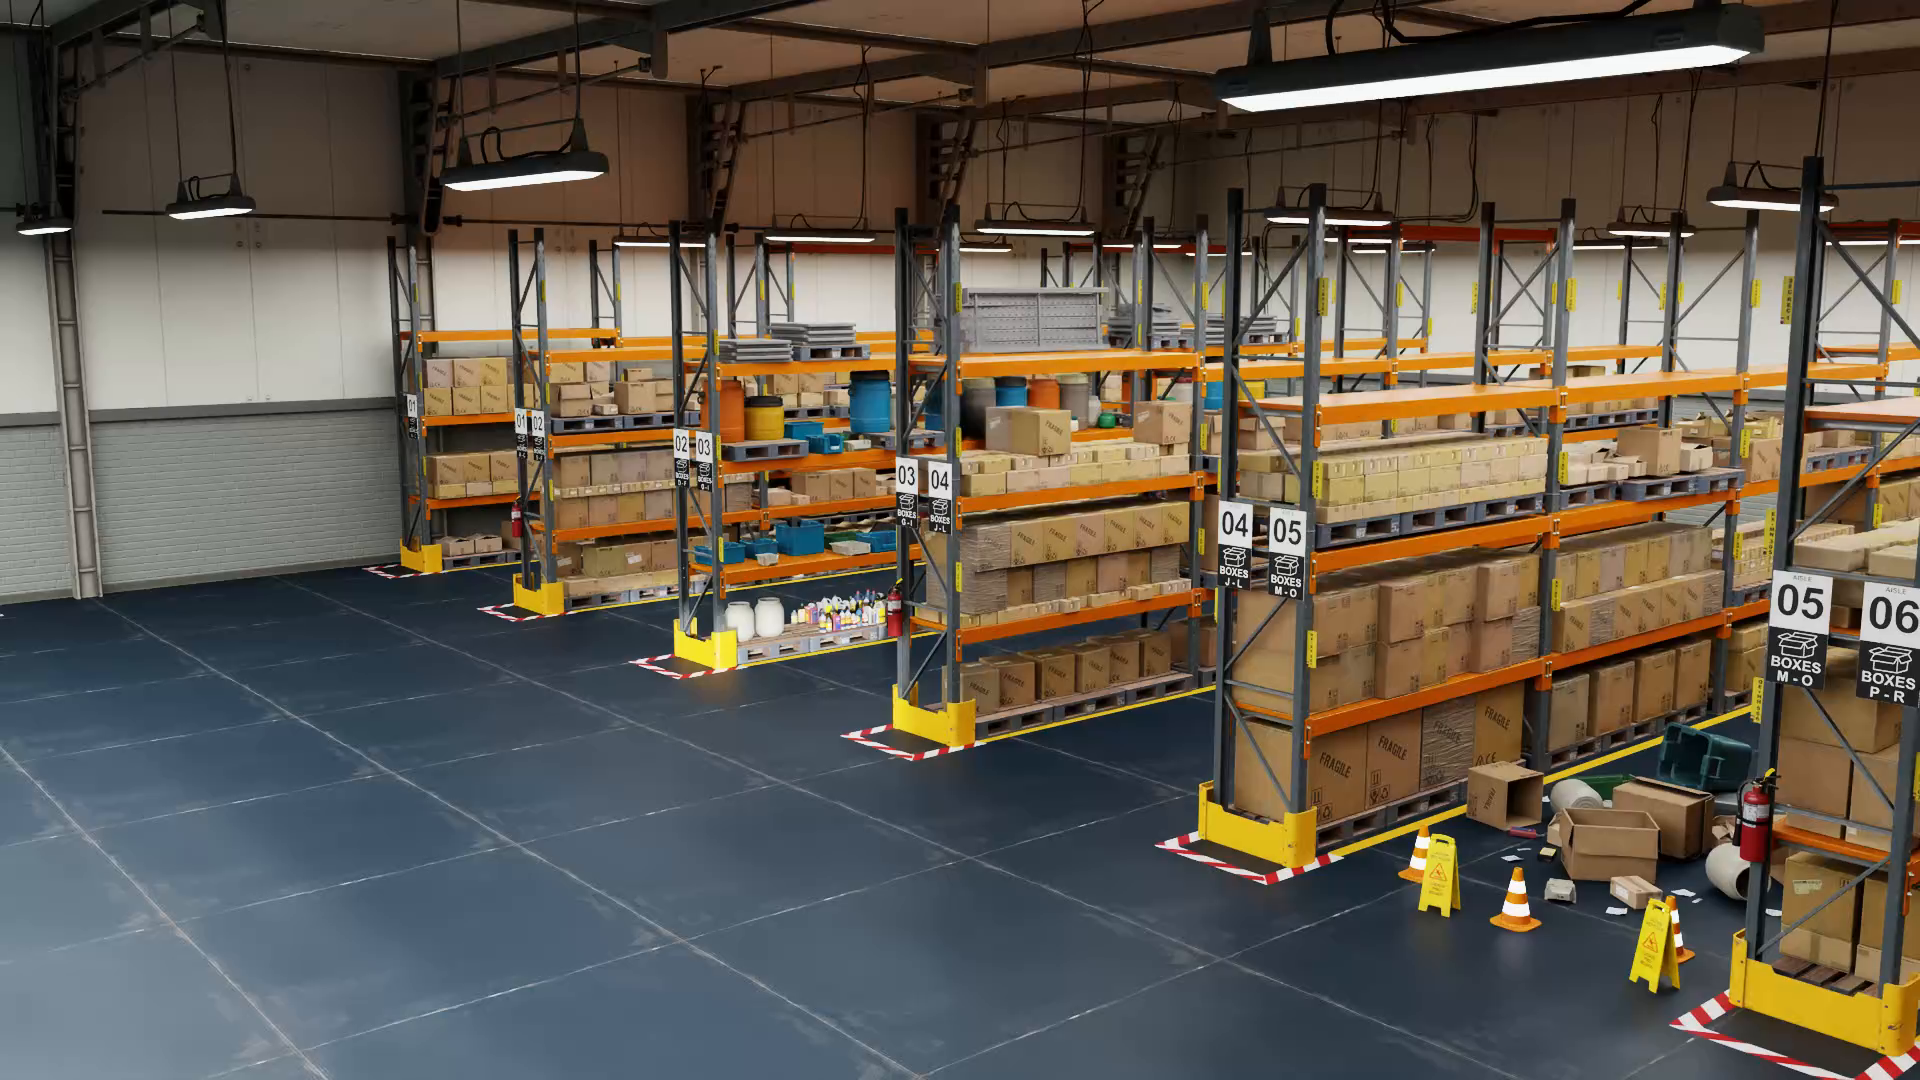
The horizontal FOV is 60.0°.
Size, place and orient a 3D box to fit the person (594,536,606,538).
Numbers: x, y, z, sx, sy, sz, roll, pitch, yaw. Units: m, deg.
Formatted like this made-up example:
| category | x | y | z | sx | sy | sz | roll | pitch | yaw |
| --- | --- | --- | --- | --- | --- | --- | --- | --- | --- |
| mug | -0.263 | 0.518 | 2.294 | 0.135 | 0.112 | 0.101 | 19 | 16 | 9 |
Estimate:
| category | x | y | z | sx | sy | sz | roll | pitch | yaw |
| --- | --- | --- | --- | --- | --- | --- | --- | --- | --- |
| person | -6.171 | -0.161 | 28.916 | 0.681 | 1.831 | 0.832 | 8 | 12 | 42 |
